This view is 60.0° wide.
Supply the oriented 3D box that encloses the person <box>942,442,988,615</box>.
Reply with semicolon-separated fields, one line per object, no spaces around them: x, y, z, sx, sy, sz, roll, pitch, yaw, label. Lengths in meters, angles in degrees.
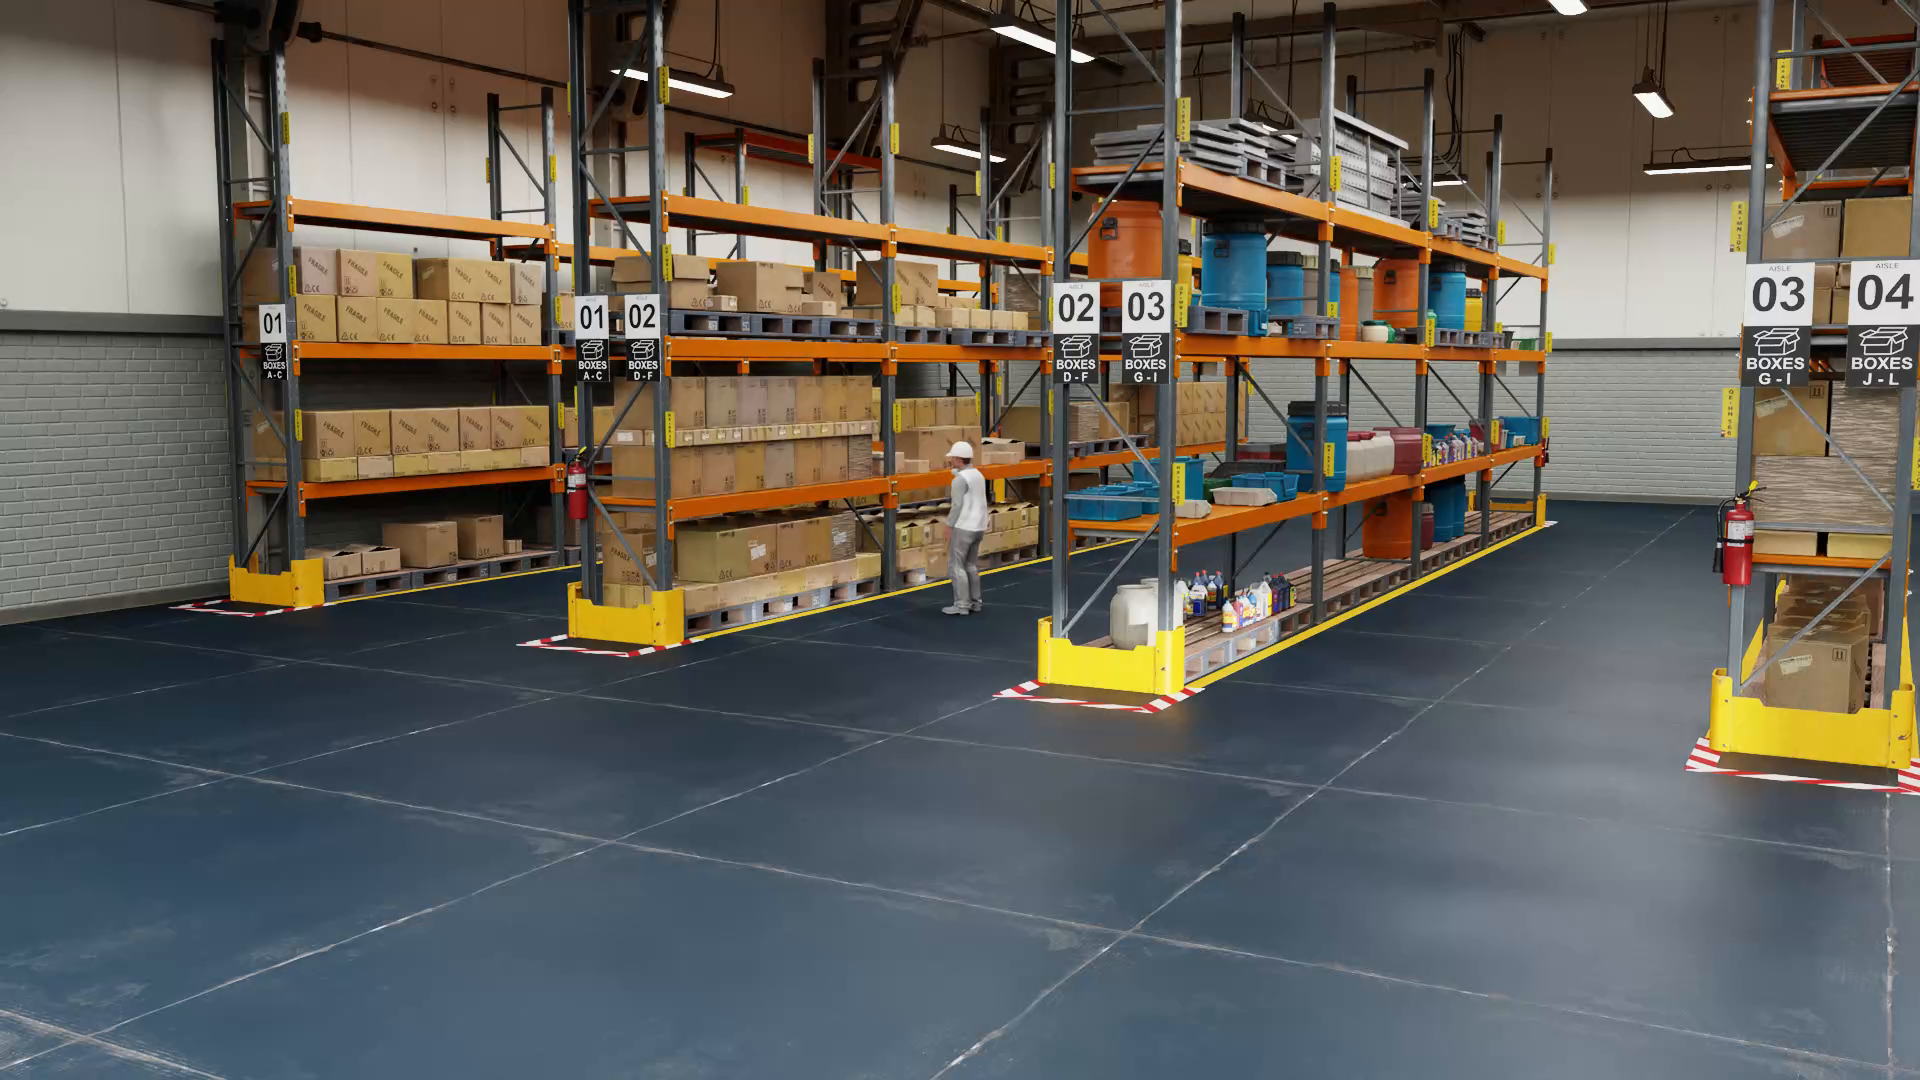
0.060;-0.126;17.209;0.430;1.774;0.560;3;7;27;person
